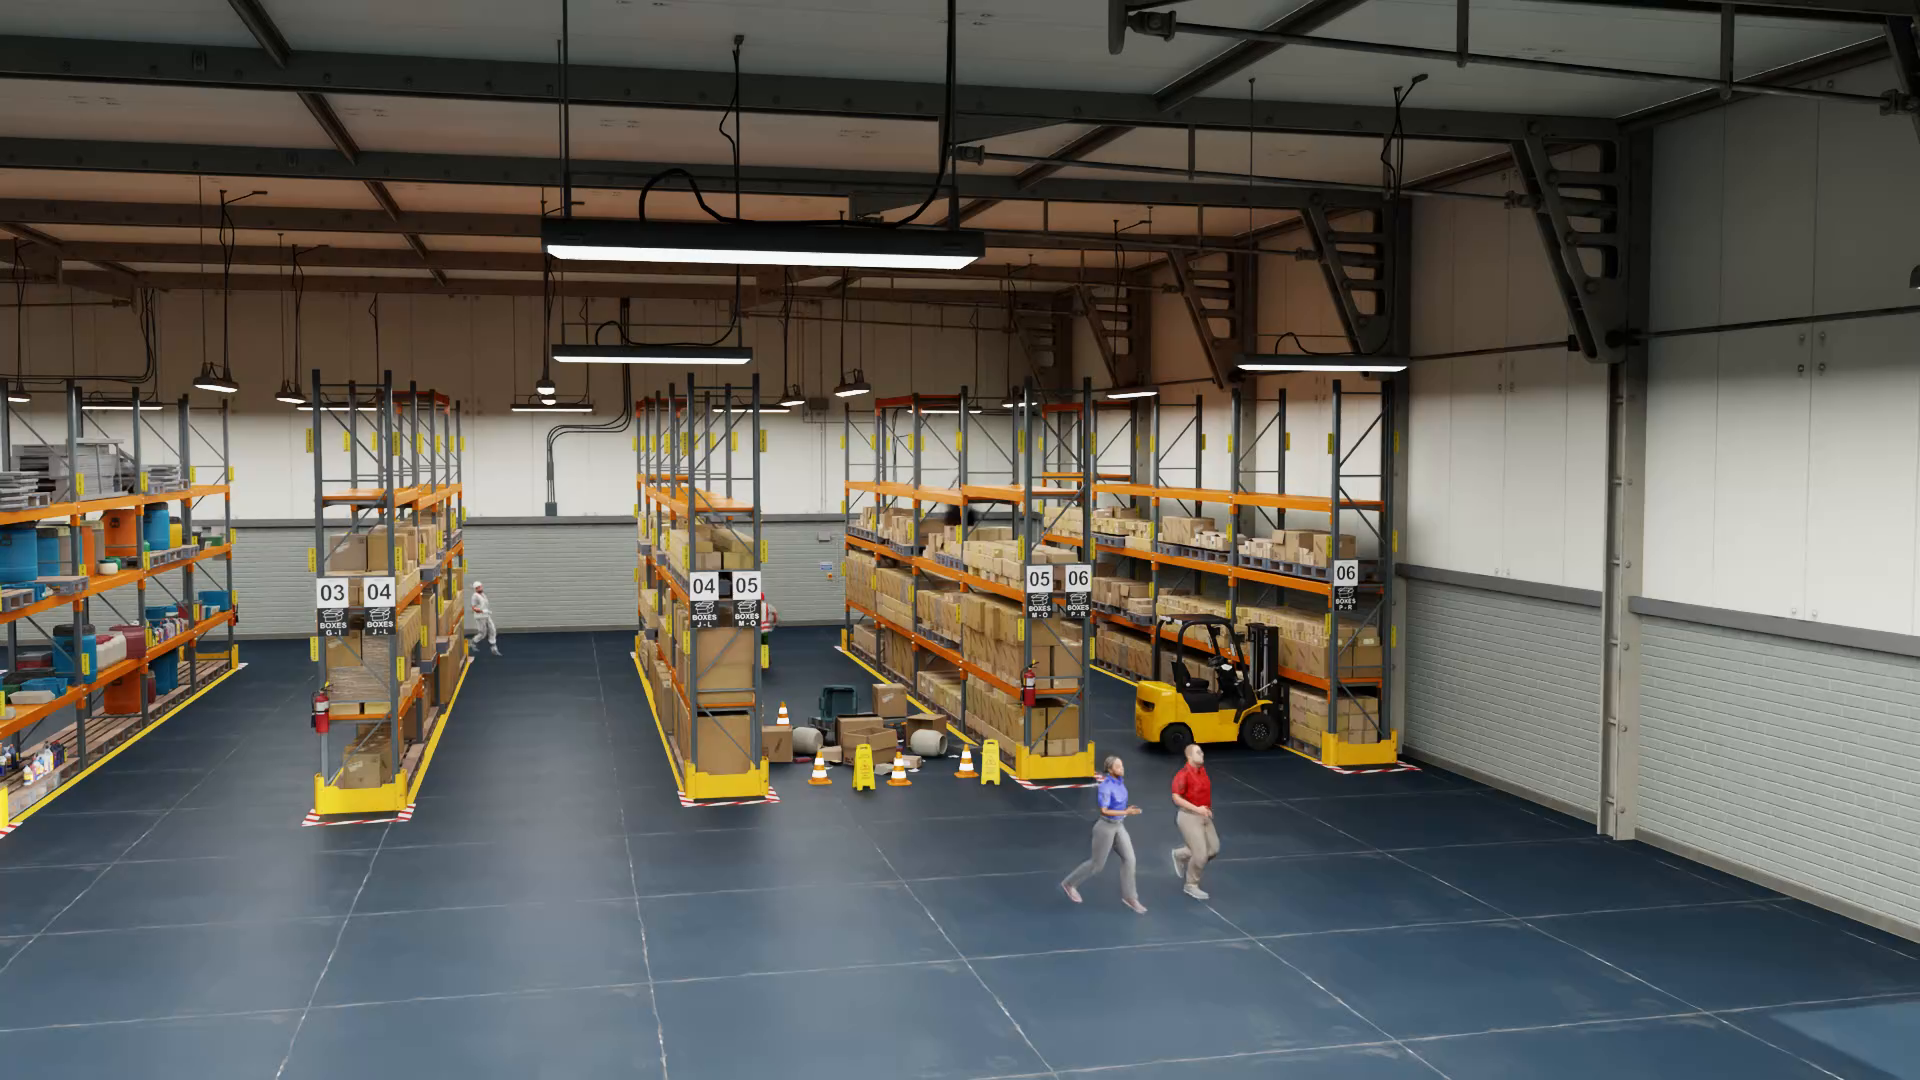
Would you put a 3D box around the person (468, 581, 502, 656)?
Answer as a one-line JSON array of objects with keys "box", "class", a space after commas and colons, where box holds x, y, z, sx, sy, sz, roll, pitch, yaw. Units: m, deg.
[{"box": [-11.269, 1.858, 39.215, 0.865, 1.785, 0.709, 1, 3, 13], "class": "person"}]

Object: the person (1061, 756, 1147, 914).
[{"box": [1.569, 3.144, 17.889, 0.926, 1.686, 0.587, 2, 4, 31], "class": "person"}]

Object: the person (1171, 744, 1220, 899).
[{"box": [2.585, 3.104, 18.463, 0.627, 1.692, 0.697, 2, 4, 36], "class": "person"}]

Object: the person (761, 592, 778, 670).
[{"box": [-4.428, 2.000, 36.927, 0.664, 1.736, 0.565, -2, 4, -25], "class": "person"}]
